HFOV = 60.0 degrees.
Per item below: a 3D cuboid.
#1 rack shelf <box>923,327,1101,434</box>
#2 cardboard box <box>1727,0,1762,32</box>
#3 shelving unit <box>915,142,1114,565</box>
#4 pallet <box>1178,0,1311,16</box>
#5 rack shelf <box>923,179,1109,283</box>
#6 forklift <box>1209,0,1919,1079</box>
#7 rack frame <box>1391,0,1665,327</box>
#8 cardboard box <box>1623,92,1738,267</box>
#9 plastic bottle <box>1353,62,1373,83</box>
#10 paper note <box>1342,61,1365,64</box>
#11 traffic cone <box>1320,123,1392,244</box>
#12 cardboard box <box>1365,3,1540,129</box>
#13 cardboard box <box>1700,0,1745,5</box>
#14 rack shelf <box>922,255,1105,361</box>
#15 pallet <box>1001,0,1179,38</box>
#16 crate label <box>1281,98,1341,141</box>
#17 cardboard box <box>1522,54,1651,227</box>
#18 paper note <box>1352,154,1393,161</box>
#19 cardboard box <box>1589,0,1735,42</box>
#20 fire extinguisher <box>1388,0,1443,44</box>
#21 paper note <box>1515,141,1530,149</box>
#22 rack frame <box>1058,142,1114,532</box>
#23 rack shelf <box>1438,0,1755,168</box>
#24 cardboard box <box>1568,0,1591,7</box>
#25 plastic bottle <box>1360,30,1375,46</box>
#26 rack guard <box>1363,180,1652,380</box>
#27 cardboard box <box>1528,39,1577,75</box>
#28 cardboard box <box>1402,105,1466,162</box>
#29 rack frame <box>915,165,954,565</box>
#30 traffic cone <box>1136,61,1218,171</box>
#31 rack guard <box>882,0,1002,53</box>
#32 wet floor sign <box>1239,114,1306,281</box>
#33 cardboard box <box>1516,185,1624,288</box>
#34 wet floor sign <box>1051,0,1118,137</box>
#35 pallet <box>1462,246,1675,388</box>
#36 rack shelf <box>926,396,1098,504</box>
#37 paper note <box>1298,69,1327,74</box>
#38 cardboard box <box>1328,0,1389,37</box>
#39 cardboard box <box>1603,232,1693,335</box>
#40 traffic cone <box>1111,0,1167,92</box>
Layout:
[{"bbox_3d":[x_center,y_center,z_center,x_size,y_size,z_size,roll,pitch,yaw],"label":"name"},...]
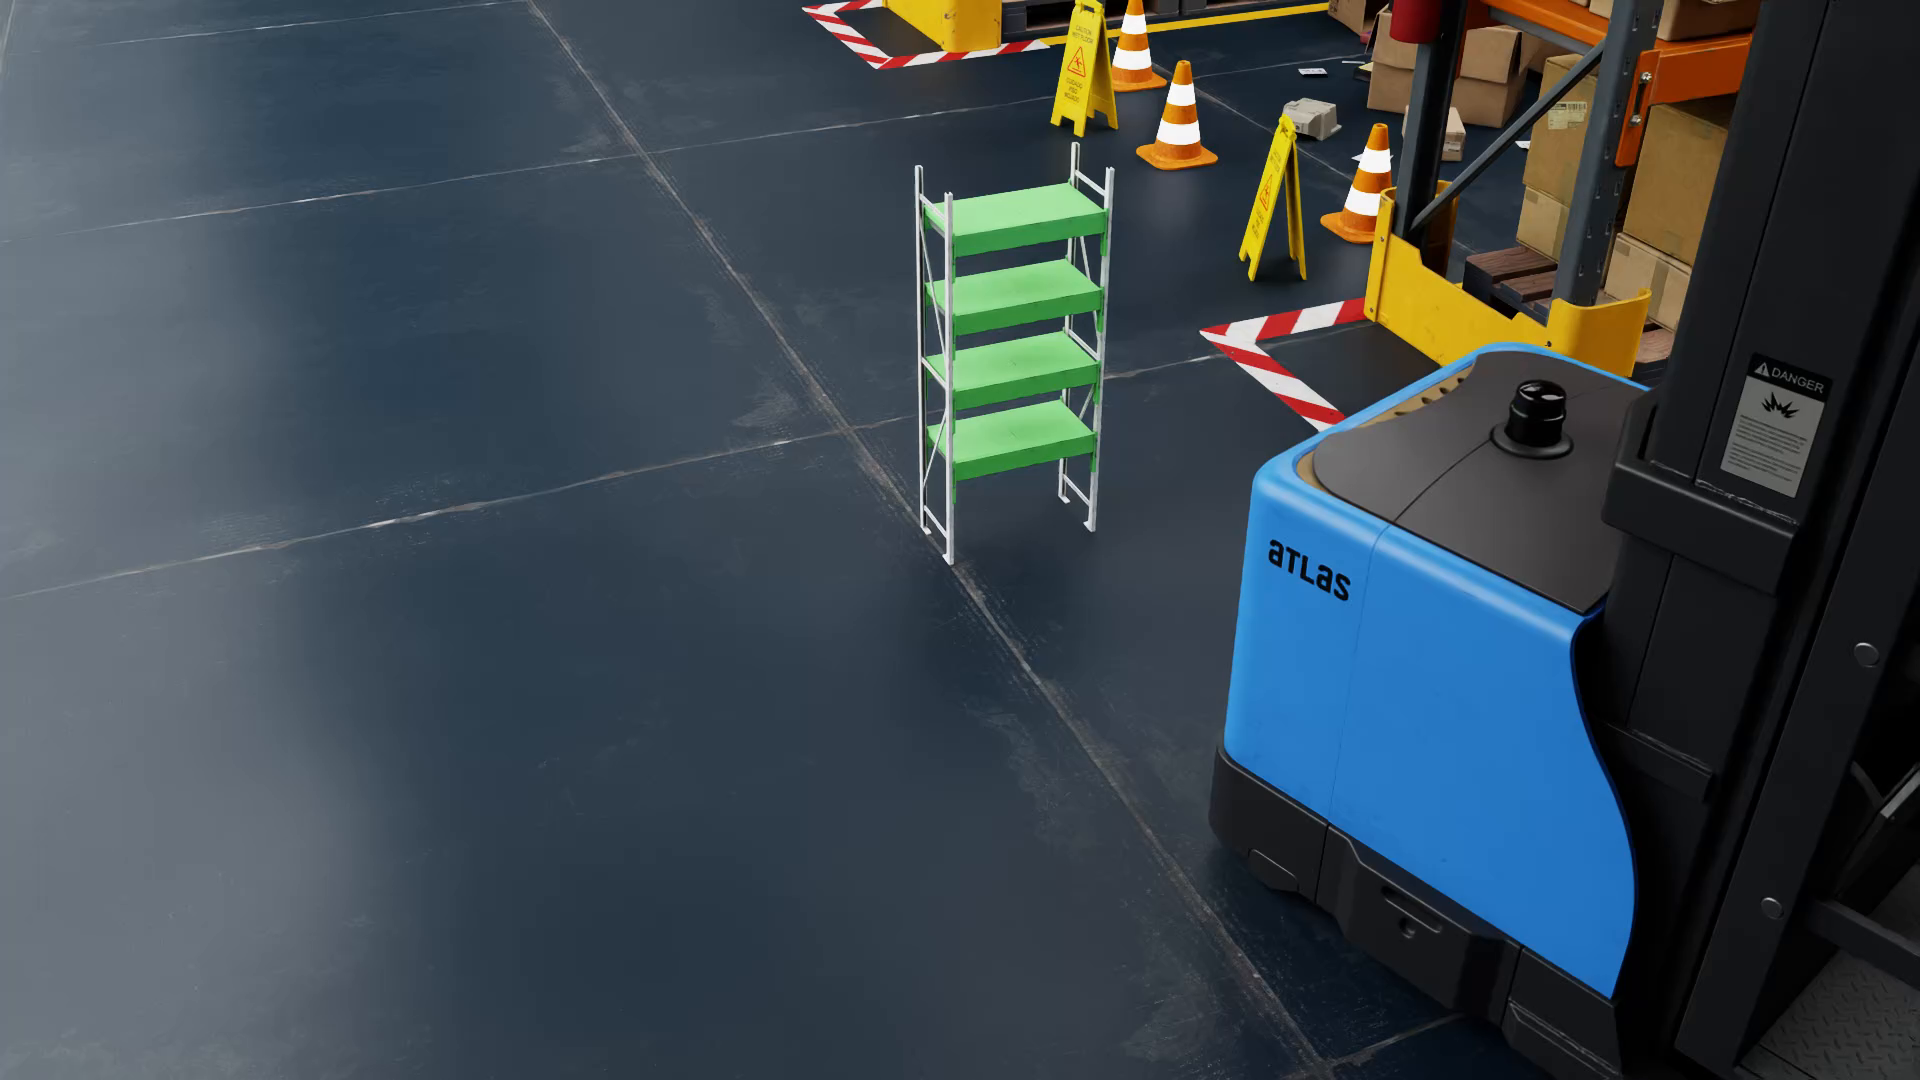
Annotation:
[{"bbox_3d":[0.153,-0.484,5.011,0.480,0.148,0.258,-13,35,-19],"label":"rack shelf"},{"bbox_3d":[2.527,-1.830,5.543,0.250,0.149,0.380,-12,35,-18],"label":"cardboard box"},{"bbox_3d":[0.153,-0.538,4.977,0.503,1.200,0.258,-13,35,-19],"label":"shelving unit"},{"bbox_3d":[1.727,-3.670,10.697,1.213,0.211,1.003,-13,35,-19],"label":"pallet"},{"bbox_3d":[0.153,-0.887,4.750,0.480,0.148,0.258,-13,35,-19],"label":"rack shelf"},{"bbox_3d":[1.968,-0.063,2.659,1.130,2.935,3.031,-26,41,-34],"label":"forklift"},{"bbox_3d":[1.906,-1.907,5.431,0.127,3.000,1.000,-13,35,-19],"label":"rack frame"},{"bbox_3d":[2.778,-1.282,5.918,0.500,0.500,0.500,-14,36,-21],"label":"cardboard box"},{"bbox_3d":[2.308,-2.595,9.181,0.283,0.061,0.133,-27,42,-35],"label":"plastic bottle"},{"bbox_3d":[2.221,-2.696,9.384,0.123,0.001,0.032,4,33,6],"label":"paper note"},{"bbox_3d":[1.803,-1.583,7.259,0.334,0.463,0.336,-13,35,-19],"label":"traffic cone"},{"bbox_3d":[2.545,-2.505,8.638,0.797,0.503,0.637,16,36,23],"label":"cardboard box"},{"bbox_3d":[2.450,-2.034,5.262,0.500,0.500,0.500,-13,35,-20],"label":"cardboard box"},{"bbox_3d":[0.153,-0.685,4.880,0.480,0.148,0.258,-13,35,-19],"label":"rack shelf"},{"bbox_3d":[0.603,-3.414,10.304,1.213,0.211,1.003,-13,35,-19],"label":"pallet"},{"bbox_3d":[1.761,-2.130,8.399,0.250,0.136,0.298,23,39,30],"label":"crate label"},{"bbox_3d":[2.544,-1.545,6.323,0.500,0.500,0.500,-13,35,-19],"label":"cardboard box"},{"bbox_3d":[2.007,-1.863,8.086,0.142,0.019,0.148,-27,42,-35],"label":"paper note"},{"bbox_3d":[2.299,-1.770,5.450,0.250,0.149,0.380,-13,35,-19],"label":"cardboard box"},{"bbox_3d":[1.622,-2.082,5.771,0.183,0.674,0.296,-13,35,-19],"label":"fire extinguisher"},{"bbox_3d":[2.848,-1.962,8.249,0.142,0.019,0.148,-2,33,-2],"label":"paper note"},{"bbox_3d":[0.378,-0.589,5.056,0.015,1.200,0.240,-13,35,-19],"label":"rack frame"},{"bbox_3d":[3.750,-2.028,6.276,4.000,0.370,1.077,-13,35,-19],"label":"rack shelf"},{"bbox_3d":[2.168,-1.988,5.786,0.250,0.149,0.380,-12,35,-17],"label":"cardboard box"},{"bbox_3d":[2.475,-2.892,9.639,0.133,0.061,0.283,-27,42,-35],"label":"plastic bottle"},{"bbox_3d":[1.976,-0.876,6.137,0.348,0.500,1.175,-13,35,-19],"label":"rack guard"},{"bbox_3d":[3.404,-2.763,8.911,0.503,0.637,0.797,-13,35,-19],"label":"cardboard box"},{"bbox_3d":[2.332,-2.005,8.195,0.250,0.149,0.380,4,33,6],"label":"cardboard box"},{"bbox_3d":[-0.072,-0.486,4.897,0.015,1.200,0.240,-13,35,-19],"label":"rack frame"},{"bbox_3d":[1.060,-2.070,8.007,0.334,0.463,0.336,-13,35,-19],"label":"traffic cone"},{"bbox_3d":[-0.126,-3.322,9.898,0.348,0.500,1.175,-13,35,-19],"label":"rack guard"},{"bbox_3d":[1.317,-1.418,6.838,0.232,0.644,0.267,-2,33,-2],"label":"wet floor sign"},{"bbox_3d":[2.569,-1.242,6.544,0.500,0.250,0.500,-13,35,-19],"label":"cardboard box"},{"bbox_3d":[0.636,-2.386,8.326,0.232,0.644,0.267,-19,38,-27],"label":"wet floor sign"},{"bbox_3d":[2.739,-0.908,6.452,1.213,0.211,1.003,-13,35,-19],"label":"pallet"},{"bbox_3d":[0.153,-0.283,5.142,0.480,0.148,0.258,-13,35,-19],"label":"rack shelf"},{"bbox_3d":[1.961,-2.598,9.217,0.142,0.017,0.144,-2,33,-2],"label":"paper note"},{"bbox_3d":[2.551,-3.329,9.906,0.500,0.500,0.500,-7,34,-11],"label":"cardboard box"},{"bbox_3d":[2.757,-0.962,6.114,0.500,0.250,0.500,-13,35,-19],"label":"cardboard box"},{"bbox_3d":[0.936,-2.710,8.990,0.334,0.463,0.336,-13,35,-19],"label":"traffic cone"}]
